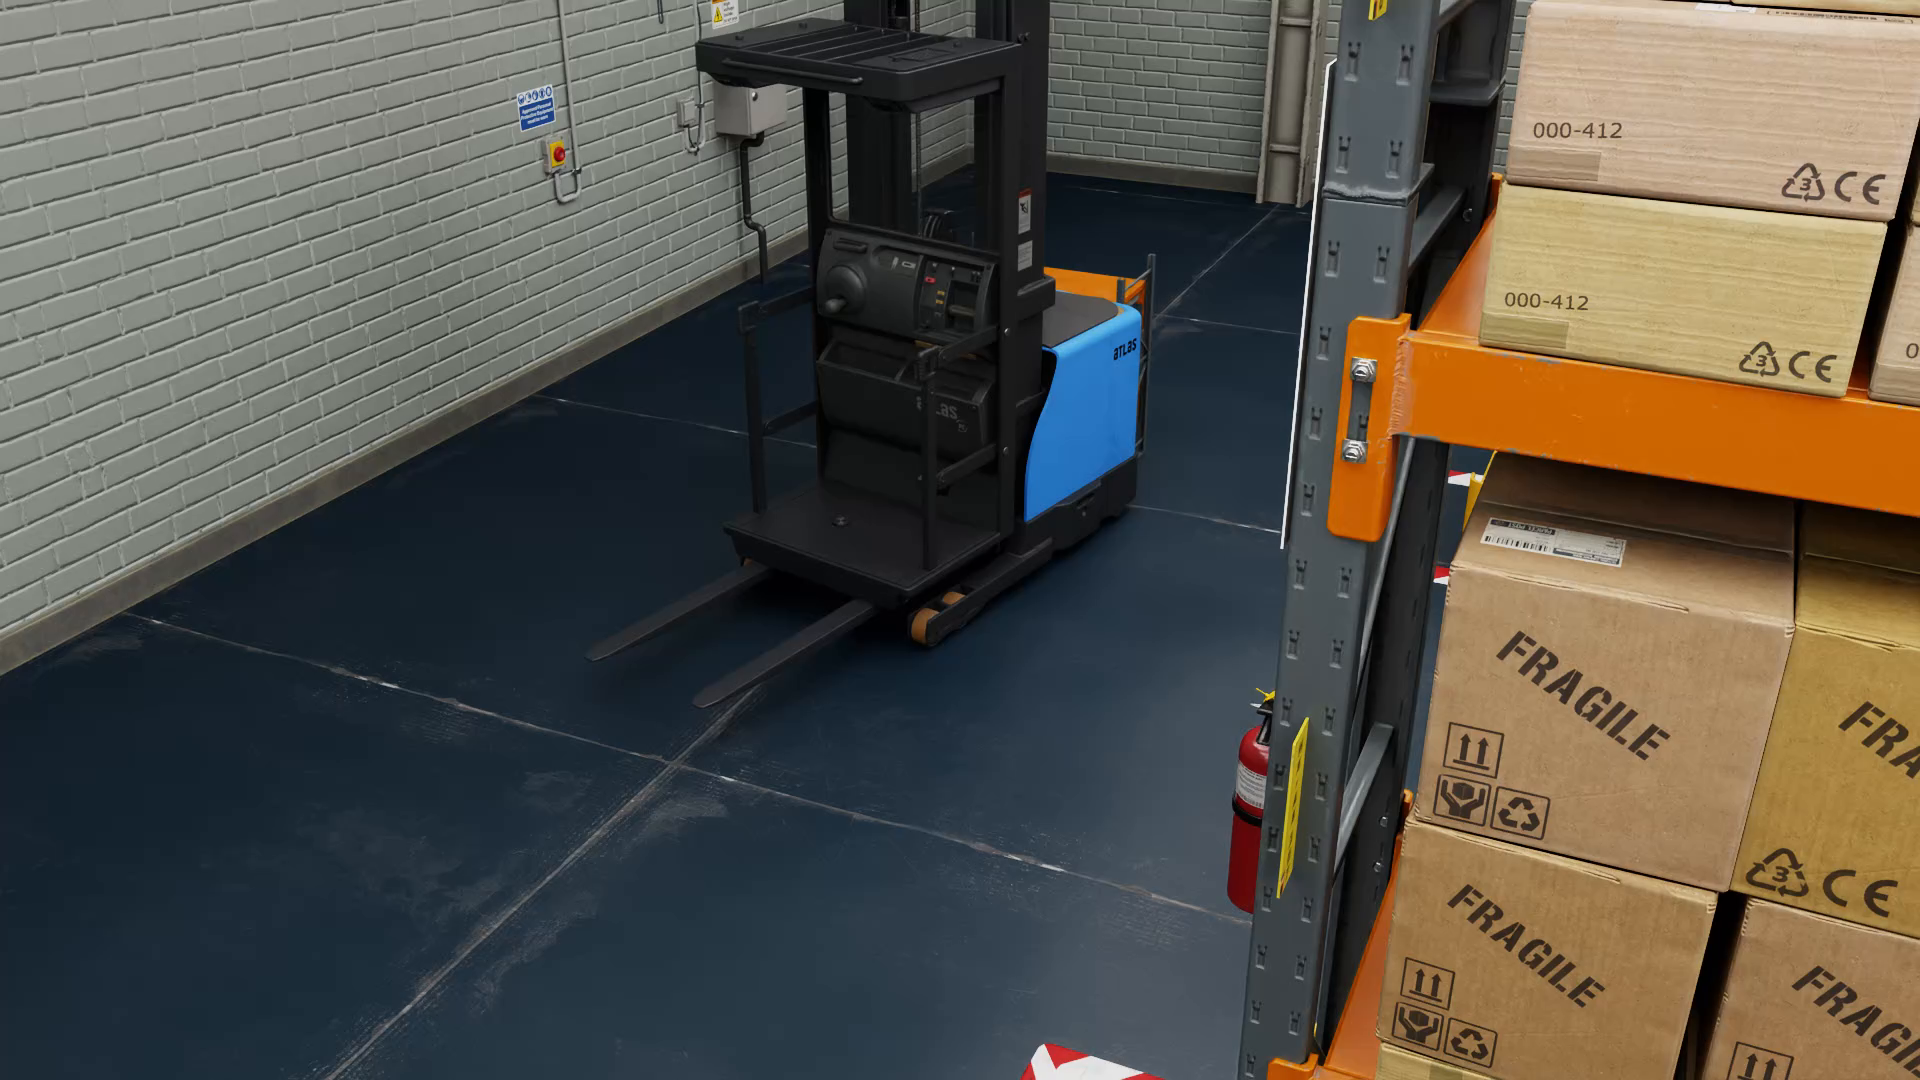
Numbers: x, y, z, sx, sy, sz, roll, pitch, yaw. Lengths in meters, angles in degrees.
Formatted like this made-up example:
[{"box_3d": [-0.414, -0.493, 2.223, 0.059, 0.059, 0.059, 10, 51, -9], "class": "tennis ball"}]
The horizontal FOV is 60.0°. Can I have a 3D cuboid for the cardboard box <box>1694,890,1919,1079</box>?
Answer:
[{"box_3d": [1.601, 0.744, 2.894, 0.500, 0.500, 0.500, 11, 28, 22], "class": "cardboard box"}]

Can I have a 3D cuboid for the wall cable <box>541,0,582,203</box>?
[{"box_3d": [-2.377, -2.859, 9.475, 0.123, 1.953, 0.585, 11, 28, 22], "class": "wall cable"}]

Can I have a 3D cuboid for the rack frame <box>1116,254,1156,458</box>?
[{"box_3d": [0.911, -0.903, 8.811, 0.032, 1.125, 0.500, 12, 29, 23], "class": "rack frame"}]

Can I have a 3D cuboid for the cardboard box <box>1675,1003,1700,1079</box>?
[{"box_3d": [1.439, 1.046, 3.015, 0.250, 0.149, 0.380, 11, 28, 20], "class": "cardboard box"}]

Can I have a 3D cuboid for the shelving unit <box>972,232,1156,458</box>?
[{"box_3d": [0.452, -1.000, 9.007, 1.048, 1.125, 0.538, 12, 29, 23], "class": "shelving unit"}]

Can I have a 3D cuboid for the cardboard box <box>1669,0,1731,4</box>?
[{"box_3d": [1.009, -0.890, 2.417, 0.250, 0.149, 0.380, 11, 28, 21], "class": "cardboard box"}]

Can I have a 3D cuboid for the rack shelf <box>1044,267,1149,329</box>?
[{"box_3d": [0.452, -1.262, 8.878, 1.000, 0.278, 0.538, 12, 29, 23], "class": "rack shelf"}]

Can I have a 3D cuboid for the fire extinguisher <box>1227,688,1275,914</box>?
[{"box_3d": [0.770, 0.612, 4.122, 0.183, 0.674, 0.296, 11, 28, 22], "class": "fire extinguisher"}]

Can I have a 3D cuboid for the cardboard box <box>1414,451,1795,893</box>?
[{"box_3d": [1.108, 0.203, 2.860, 0.500, 0.500, 0.500, 11, 28, 21], "class": "cardboard box"}]

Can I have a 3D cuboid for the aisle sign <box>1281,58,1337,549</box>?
[{"box_3d": [0.618, -0.418, 2.760, 0.004, 0.787, 0.394, 11, 28, 22], "class": "aisle sign"}]

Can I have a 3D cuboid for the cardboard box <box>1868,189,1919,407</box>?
[{"box_3d": [1.589, -0.354, 2.348, 0.500, 0.250, 0.500, 12, 29, 23], "class": "cardboard box"}]

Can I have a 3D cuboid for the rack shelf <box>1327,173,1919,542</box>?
[{"box_3d": [2.629, -0.016, 2.305, 4.000, 0.370, 1.077, 11, 28, 22], "class": "rack shelf"}]

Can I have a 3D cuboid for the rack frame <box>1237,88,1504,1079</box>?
[{"box_3d": [0.809, 0.641, 3.552, 0.127, 3.000, 1.000, 11, 28, 22], "class": "rack frame"}]

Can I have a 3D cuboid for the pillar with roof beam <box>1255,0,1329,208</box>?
[{"box_3d": [0.954, -5.180, 8.583, 0.400, 9.000, 9.100, 11, 28, 22], "class": "pillar with roof beam"}]

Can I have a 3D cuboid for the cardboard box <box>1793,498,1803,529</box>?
[{"box_3d": [1.328, -0.002, 3.276, 0.500, 0.500, 0.500, 11, 28, 21], "class": "cardboard box"}]

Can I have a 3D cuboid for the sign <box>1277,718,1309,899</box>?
[{"box_3d": [0.584, 0.471, 2.917, 0.005, 0.325, 0.100, 11, 28, 22], "class": "sign"}]

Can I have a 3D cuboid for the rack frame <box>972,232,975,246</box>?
[{"box_3d": [-0.007, -1.096, 9.203, 0.032, 1.125, 0.500, 12, 29, 23], "class": "rack frame"}]

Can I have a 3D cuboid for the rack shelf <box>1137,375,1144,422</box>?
[{"box_3d": [0.452, -0.780, 9.115, 1.000, 0.278, 0.538, 12, 29, 23], "class": "rack shelf"}]

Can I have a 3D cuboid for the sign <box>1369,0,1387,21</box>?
[{"box_3d": [0.584, -0.878, 2.253, 0.005, 0.325, 0.100, 11, 28, 22], "class": "sign"}]

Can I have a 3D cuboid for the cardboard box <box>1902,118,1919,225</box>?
[{"box_3d": [1.576, -0.582, 2.244, 0.500, 0.250, 0.500, 11, 28, 21], "class": "cardboard box"}]

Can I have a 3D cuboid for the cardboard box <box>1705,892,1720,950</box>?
[{"box_3d": [1.791, 0.538, 3.312, 0.500, 0.500, 0.500, 11, 28, 21], "class": "cardboard box"}]

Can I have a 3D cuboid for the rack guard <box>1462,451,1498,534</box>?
[{"box_3d": [2.744, -0.251, 8.193, 0.348, 0.500, 1.175, 11, 28, 22], "class": "rack guard"}]

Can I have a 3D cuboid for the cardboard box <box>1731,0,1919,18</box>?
[{"box_3d": [1.234, -0.836, 2.308, 0.250, 0.149, 0.380, 13, 29, 24], "class": "cardboard box"}]

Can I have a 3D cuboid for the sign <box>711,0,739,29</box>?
[{"box_3d": [-1.586, -3.593, 11.218, 0.001, 0.242, 0.339, 11, 28, 22], "class": "sign"}]

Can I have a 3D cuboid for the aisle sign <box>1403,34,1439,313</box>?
[{"box_3d": [0.866, -0.659, 3.250, 0.004, 0.787, 0.394, 11, 28, 22], "class": "aisle sign"}]

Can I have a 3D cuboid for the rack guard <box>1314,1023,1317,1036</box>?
[{"box_3d": [0.878, 1.777, 4.076, 0.348, 0.500, 1.175, 11, 28, 22], "class": "rack guard"}]

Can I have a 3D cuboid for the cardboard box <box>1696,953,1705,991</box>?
[{"box_3d": [1.668, 0.800, 3.513, 0.250, 0.149, 0.380, 11, 28, 21], "class": "cardboard box"}]

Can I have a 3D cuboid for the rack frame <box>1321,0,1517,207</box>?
[{"box_3d": [0.809, -2.050, 2.227, 0.127, 3.000, 1.000, 11, 28, 22], "class": "rack frame"}]

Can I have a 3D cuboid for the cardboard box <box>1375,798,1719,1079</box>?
[{"box_3d": [1.103, 0.656, 3.072, 0.500, 0.500, 0.500, 13, 29, 24], "class": "cardboard box"}]

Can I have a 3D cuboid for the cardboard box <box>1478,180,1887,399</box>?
[{"box_3d": [1.112, -0.452, 2.547, 0.500, 0.250, 0.500, 12, 29, 24], "class": "cardboard box"}]

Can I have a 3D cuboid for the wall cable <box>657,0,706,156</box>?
[{"box_3d": [-1.800, -3.417, 10.645, 0.122, 1.984, 0.588, 11, 28, 22], "class": "wall cable"}]

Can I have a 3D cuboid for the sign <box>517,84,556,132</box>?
[{"box_3d": [-2.453, -2.502, 9.630, 0.001, 0.218, 0.327, 11, 28, 22], "class": "sign"}]

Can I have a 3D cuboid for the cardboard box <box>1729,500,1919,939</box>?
[{"box_3d": [1.569, 0.293, 2.677, 0.500, 0.500, 0.500, 12, 29, 23], "class": "cardboard box"}]

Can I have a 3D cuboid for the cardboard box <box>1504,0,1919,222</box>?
[{"box_3d": [1.110, -0.675, 2.433, 0.500, 0.250, 0.500, 12, 29, 23], "class": "cardboard box"}]

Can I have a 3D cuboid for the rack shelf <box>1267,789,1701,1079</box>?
[{"box_3d": [2.629, 1.330, 2.968, 4.000, 0.370, 1.077, 11, 28, 22], "class": "rack shelf"}]

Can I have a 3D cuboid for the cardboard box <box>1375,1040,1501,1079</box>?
[{"box_3d": [0.968, 0.945, 3.219, 0.250, 0.149, 0.380, 11, 28, 21], "class": "cardboard box"}]

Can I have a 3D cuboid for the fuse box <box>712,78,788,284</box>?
[{"box_3d": [-1.375, -2.629, 11.653, 0.414, 1.711, 0.539, 11, 28, 22], "class": "fuse box"}]

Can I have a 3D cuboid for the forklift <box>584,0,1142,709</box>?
[{"box_3d": [-0.372, -1.091, 7.148, 1.130, 2.935, 3.031, 18, 31, 32], "class": "forklift"}]
